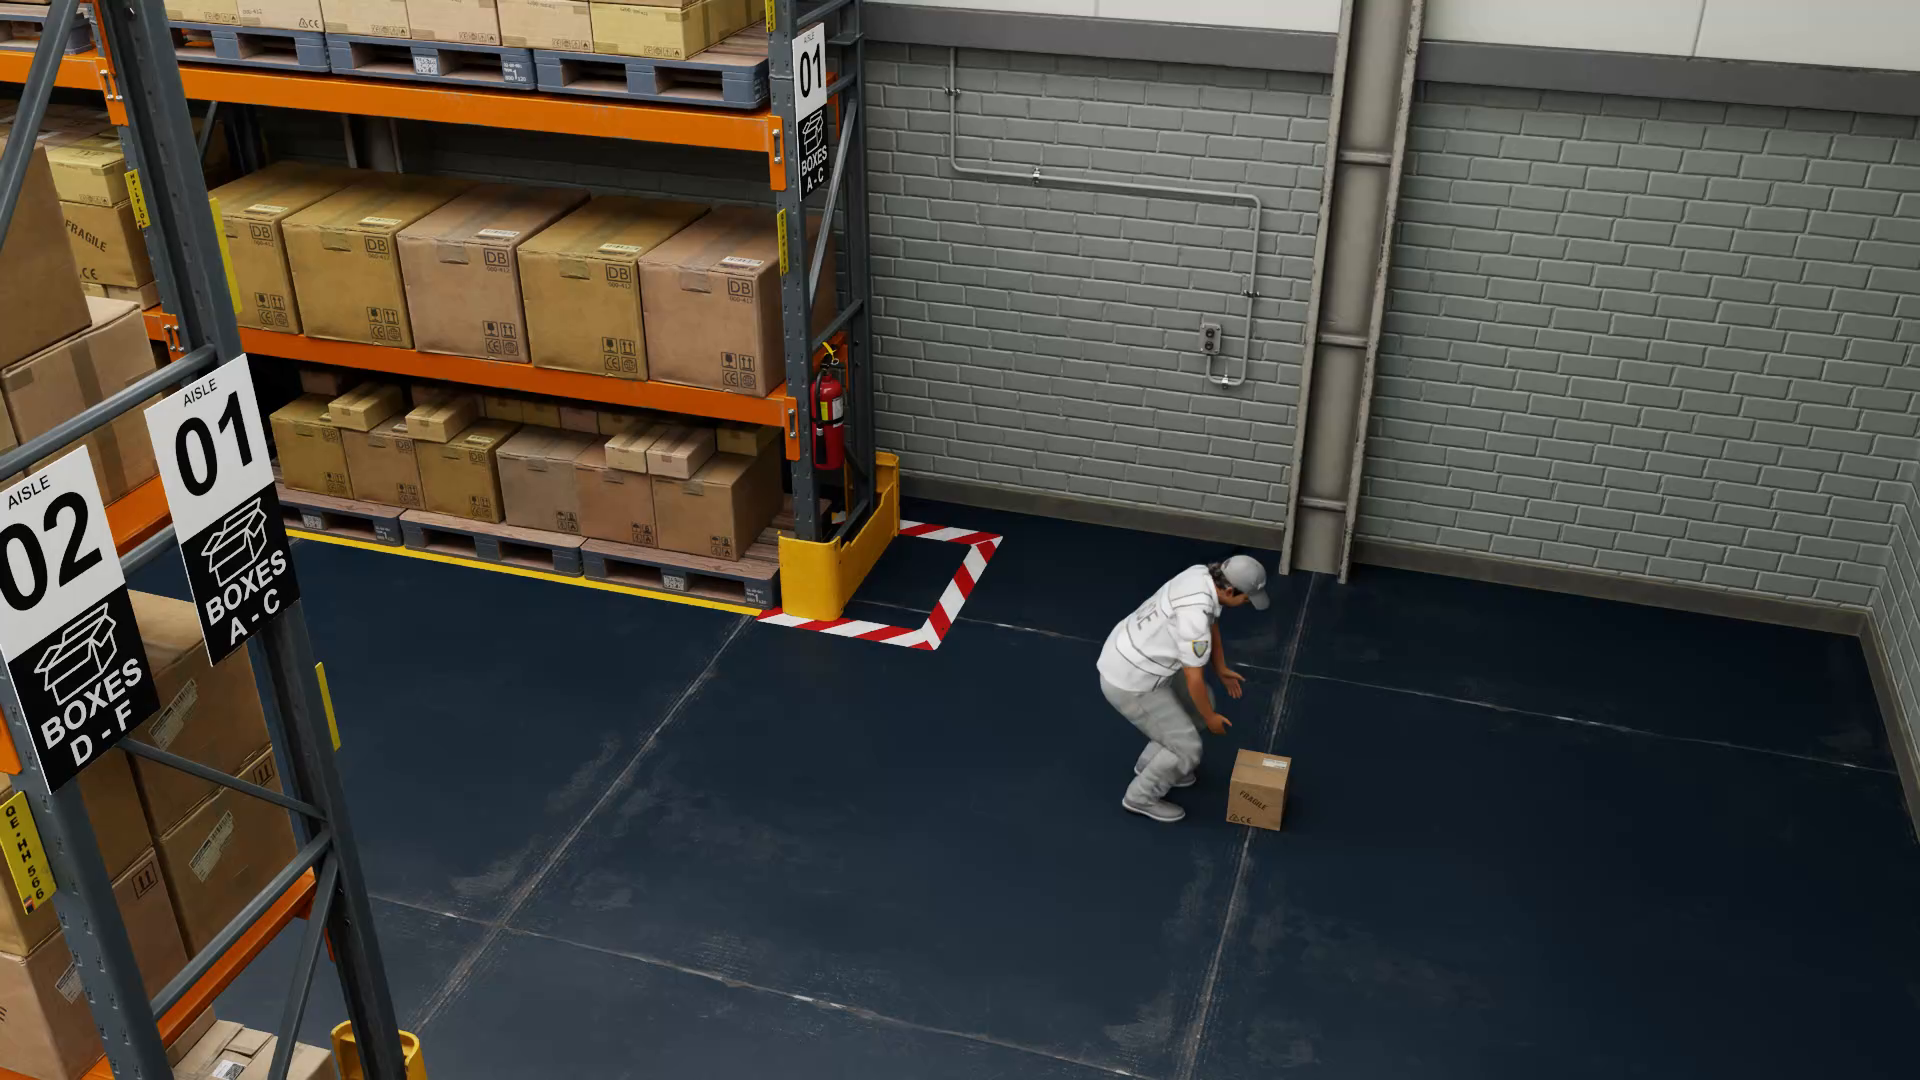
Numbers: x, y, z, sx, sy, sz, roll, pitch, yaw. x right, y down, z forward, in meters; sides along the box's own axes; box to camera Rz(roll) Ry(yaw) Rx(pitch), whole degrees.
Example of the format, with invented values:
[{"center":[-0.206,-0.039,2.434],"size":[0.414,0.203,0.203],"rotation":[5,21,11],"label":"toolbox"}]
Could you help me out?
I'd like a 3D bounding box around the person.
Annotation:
[{"center":[1.018,0.633,7.705],"size":[0.745,1.351,0.536],"rotation":[9,31,15],"label":"person"}]
